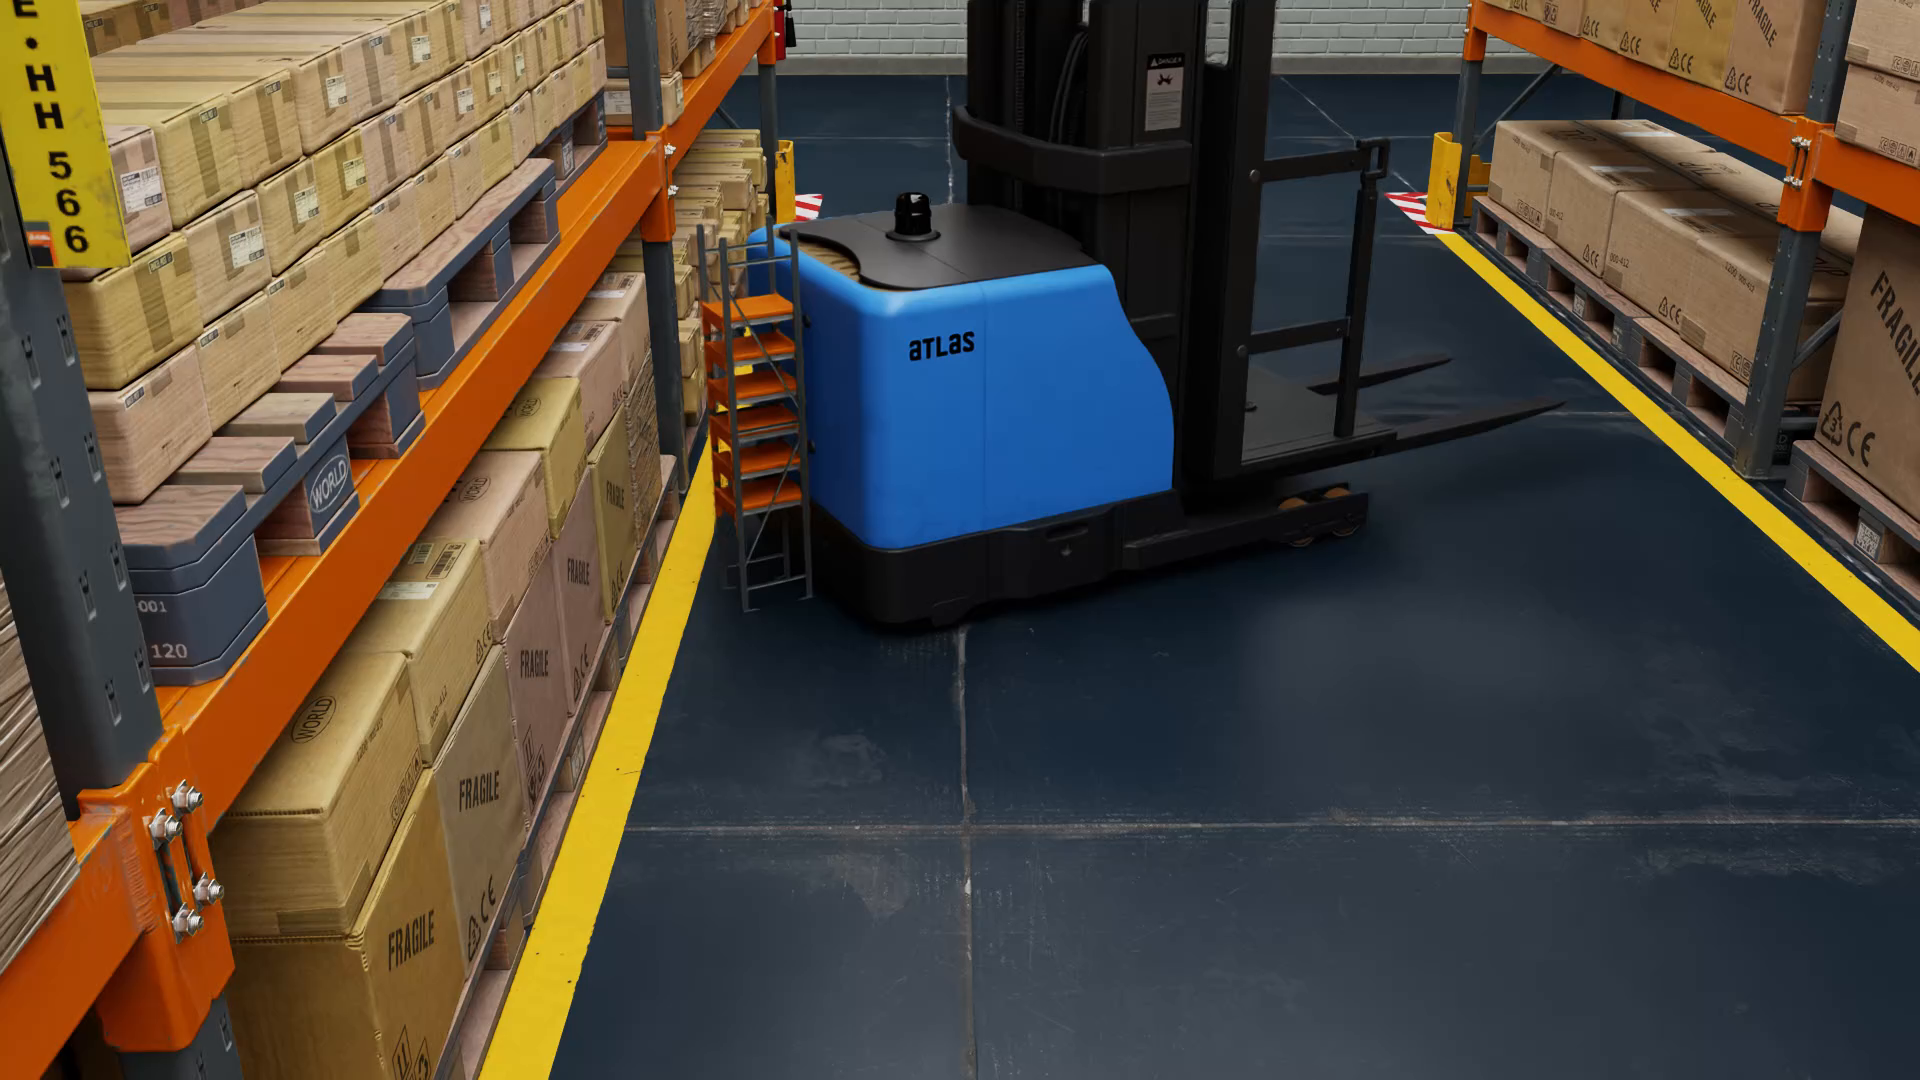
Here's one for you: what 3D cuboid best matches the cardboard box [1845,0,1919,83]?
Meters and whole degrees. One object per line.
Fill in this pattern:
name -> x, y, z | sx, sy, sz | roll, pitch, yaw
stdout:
cardboard box -> 3.164, -1.589, 5.199 | 0.500, 0.250, 0.500 | -1, 24, -2

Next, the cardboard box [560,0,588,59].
cardboard box -> -1.302, -1.489, 4.837 | 0.380, 0.149, 0.250 | 0, 24, 0

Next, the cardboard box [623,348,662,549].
cardboard box -> -1.248, -0.297, 5.290 | 0.500, 0.500, 0.500 | -1, 24, -2

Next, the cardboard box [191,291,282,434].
cardboard box -> -1.270, -0.273, 2.508 | 0.380, 0.149, 0.250 | 1, 24, 2

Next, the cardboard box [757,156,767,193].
cardboard box -> -1.260, -2.008, 9.139 | 0.380, 0.149, 0.250 | -1, 24, -2

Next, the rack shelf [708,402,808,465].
rack shelf -> -0.624, -0.331, 5.133 | 0.258, 0.103, 0.180 | -13, 27, -26

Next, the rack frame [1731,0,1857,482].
rack frame -> 3.441, -1.612, 5.675 | 1.000, 3.000, 0.127 | 0, 24, -1

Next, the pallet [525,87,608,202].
pallet -> -1.645, -1.145, 4.875 | 1.003, 0.211, 1.213 | 0, 24, -1

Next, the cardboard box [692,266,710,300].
cardboard box -> -1.303, -1.156, 7.254 | 0.380, 0.149, 0.250 | 1, 24, 2

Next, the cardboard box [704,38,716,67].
cardboard box -> -1.247, -2.094, 7.046 | 0.380, 0.149, 0.250 | 1, 24, 2

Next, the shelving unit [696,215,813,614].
shelving unit -> -0.624, -0.372, 5.115 | 0.258, 1.200, 0.189 | -13, 27, -26

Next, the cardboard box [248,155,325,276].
cardboard box -> -1.280, -0.534, 2.725 | 0.380, 0.149, 0.250 | -1, 24, -2

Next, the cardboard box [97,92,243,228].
cardboard box -> -1.281, -0.550, 2.399 | 0.380, 0.149, 0.250 | -1, 24, -2

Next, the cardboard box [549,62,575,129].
cardboard box -> -1.301, -1.253, 4.675 | 0.380, 0.149, 0.250 | 0, 24, -1

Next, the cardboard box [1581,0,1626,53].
cardboard box -> 3.158, -2.483, 7.478 | 0.500, 0.500, 0.500 | 1, 24, 1

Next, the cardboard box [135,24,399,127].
cardboard box -> -1.286, -0.872, 3.111 | 0.380, 0.149, 0.250 | 1, 24, 2

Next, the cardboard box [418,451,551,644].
cardboard box -> -1.228, 0.008, 3.707 | 0.500, 0.250, 0.500 | 0, 24, 0

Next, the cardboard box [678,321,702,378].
cardboard box -> -1.192, -0.727, 6.306 | 0.380, 0.149, 0.250 | 1, 24, 2

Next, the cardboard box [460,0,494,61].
cardboard box -> -1.295, -1.195, 3.825 | 0.380, 0.149, 0.250 | -1, 24, -3

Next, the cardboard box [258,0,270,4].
cardboard box -> -1.954, -1.408, 4.297 | 0.380, 0.149, 0.250 | -1, 24, -1

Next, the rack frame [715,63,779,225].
rack frame -> -1.551, -3.197, 9.178 | 1.000, 3.000, 0.127 | 0, 24, -1

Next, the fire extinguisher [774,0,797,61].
fire extinguisher -> -1.093, -3.097, 9.505 | 0.296, 0.674, 0.183 | 0, 24, -1

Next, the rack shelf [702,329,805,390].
rack shelf -> -0.624, -0.550, 5.034 | 0.258, 0.103, 0.180 | -13, 27, -26

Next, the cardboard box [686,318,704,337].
cardboard box -> -1.248, -0.804, 6.838 | 0.380, 0.149, 0.250 | 0, 24, -1

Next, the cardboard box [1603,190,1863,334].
cardboard box -> 3.531, -1.264, 7.505 | 0.875, 0.438, 0.875 | -1, 24, -2

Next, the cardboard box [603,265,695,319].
cardboard box -> -1.248, -0.968, 6.479 | 0.380, 0.149, 0.250 | 1, 24, 2

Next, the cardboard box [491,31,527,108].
cardboard box -> -1.293, -1.167, 4.124 | 0.380, 0.149, 0.250 | -1, 24, -3

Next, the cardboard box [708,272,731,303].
cardboard box -> -1.245, -1.127, 7.551 | 0.380, 0.149, 0.250 | -1, 24, -2

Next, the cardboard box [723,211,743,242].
cardboard box -> -1.250, -1.475, 7.960 | 0.380, 0.149, 0.250 | 1, 24, 2

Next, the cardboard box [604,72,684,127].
cardboard box -> -1.184, -1.552, 5.846 | 0.380, 0.149, 0.250 | 1, 24, 1

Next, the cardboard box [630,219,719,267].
cardboard box -> -1.247, -1.285, 7.179 | 0.380, 0.149, 0.250 | 0, 24, 1

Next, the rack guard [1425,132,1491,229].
rack guard -> 3.397, -2.131, 9.856 | 1.175, 0.500, 0.348 | 0, 24, -1

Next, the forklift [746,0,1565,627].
forklift -> 0.837, -1.488, 5.484 | 3.031, 2.935, 1.130 | -13, 27, -26

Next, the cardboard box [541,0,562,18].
cardboard box -> -1.304, -1.515, 4.532 | 0.380, 0.149, 0.250 | -1, 24, -2

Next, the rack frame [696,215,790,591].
rack frame -> -0.667, -0.405, 5.188 | 0.240, 1.200, 0.006 | -13, 27, -26

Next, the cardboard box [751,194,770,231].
cardboard box -> -1.233, -1.767, 8.968 | 0.380, 0.149, 0.250 | 0, 24, 1

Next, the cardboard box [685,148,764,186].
cardboard box -> -1.217, -1.933, 8.612 | 0.380, 0.149, 0.250 | -1, 24, -2

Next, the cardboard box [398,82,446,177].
cardboard box -> -1.284, -0.843, 3.409 | 0.380, 0.149, 0.250 | 0, 24, -1

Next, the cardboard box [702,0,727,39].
cardboard box -> -1.243, -2.346, 6.815 | 0.500, 0.500, 0.500 | -1, 24, -2

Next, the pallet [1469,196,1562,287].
pallet -> 3.484, -1.661, 9.166 | 1.003, 0.211, 1.213 | 0, 24, -1

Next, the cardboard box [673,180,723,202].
cardboard box -> -1.327, -1.607, 7.890 | 0.380, 0.149, 0.250 | -1, 24, -2

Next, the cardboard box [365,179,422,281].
cardboard box -> -1.283, -0.605, 3.242 | 0.380, 0.149, 0.250 | 1, 24, 1

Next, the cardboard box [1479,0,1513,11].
cardboard box -> 3.115, -3.107, 8.858 | 0.500, 0.500, 0.500 | 0, 24, -1

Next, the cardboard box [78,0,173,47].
cardboard box -> -1.942, -1.088, 3.589 | 0.380, 0.149, 0.250 | 0, 24, 1

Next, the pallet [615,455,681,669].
pallet -> -1.498, 0.043, 5.399 | 1.003, 0.211, 1.213 | 0, 24, -1

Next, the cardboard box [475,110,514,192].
cardboard box -> -1.288, -0.926, 3.952 | 0.380, 0.149, 0.250 | 1, 24, 2

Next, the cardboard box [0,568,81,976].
cardboard box -> -1.191, 0.239, 1.461 | 0.500, 0.500, 0.500 | 0, 24, -1

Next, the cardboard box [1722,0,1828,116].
cardboard box -> 3.180, -1.848, 6.074 | 0.500, 0.500, 0.500 | 0, 24, 0

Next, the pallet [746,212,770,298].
pallet -> -1.577, -1.560, 8.943 | 1.003, 0.211, 1.213 | 0, 24, -1

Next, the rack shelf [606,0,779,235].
rack shelf -> -1.530, -2.045, 7.504 | 1.077, 0.370, 4.000 | 0, 24, -1

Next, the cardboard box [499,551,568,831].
cardboard box -> -1.236, 0.336, 3.890 | 0.500, 0.500, 0.500 | -1, 24, -2

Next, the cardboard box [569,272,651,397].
cardboard box -> -1.247, -0.637, 5.131 | 0.500, 0.250, 0.500 | -1, 24, -2
